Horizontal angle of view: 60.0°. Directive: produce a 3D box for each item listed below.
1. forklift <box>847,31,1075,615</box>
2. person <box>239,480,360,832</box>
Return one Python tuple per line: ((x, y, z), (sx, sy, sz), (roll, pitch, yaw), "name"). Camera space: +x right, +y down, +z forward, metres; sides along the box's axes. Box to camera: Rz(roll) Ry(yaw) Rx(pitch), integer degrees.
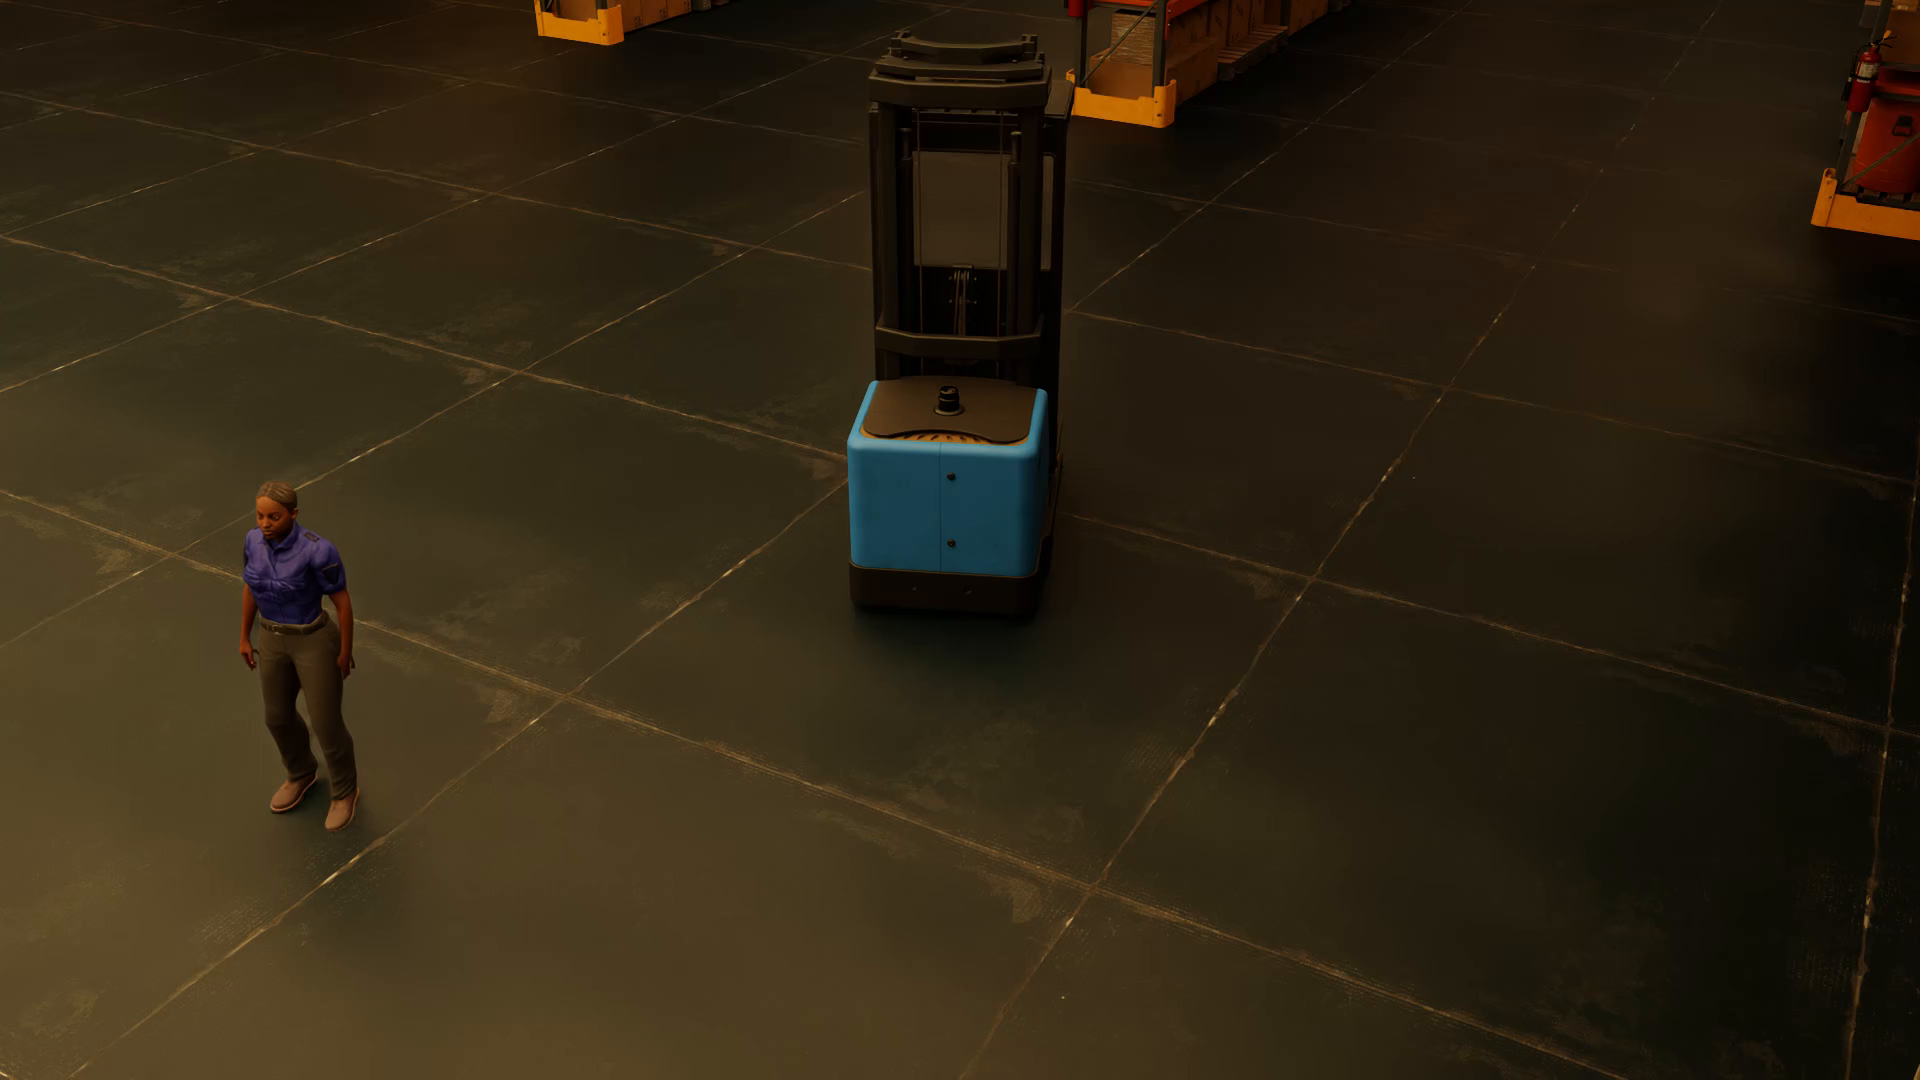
((0.072, -1.572, 9.794), (1.130, 2.935, 3.031), (3, 30, 6), "forklift")
((-2.999, 0.518, 7.477), (0.532, 1.678, 0.434), (8, 31, 13), "person")
